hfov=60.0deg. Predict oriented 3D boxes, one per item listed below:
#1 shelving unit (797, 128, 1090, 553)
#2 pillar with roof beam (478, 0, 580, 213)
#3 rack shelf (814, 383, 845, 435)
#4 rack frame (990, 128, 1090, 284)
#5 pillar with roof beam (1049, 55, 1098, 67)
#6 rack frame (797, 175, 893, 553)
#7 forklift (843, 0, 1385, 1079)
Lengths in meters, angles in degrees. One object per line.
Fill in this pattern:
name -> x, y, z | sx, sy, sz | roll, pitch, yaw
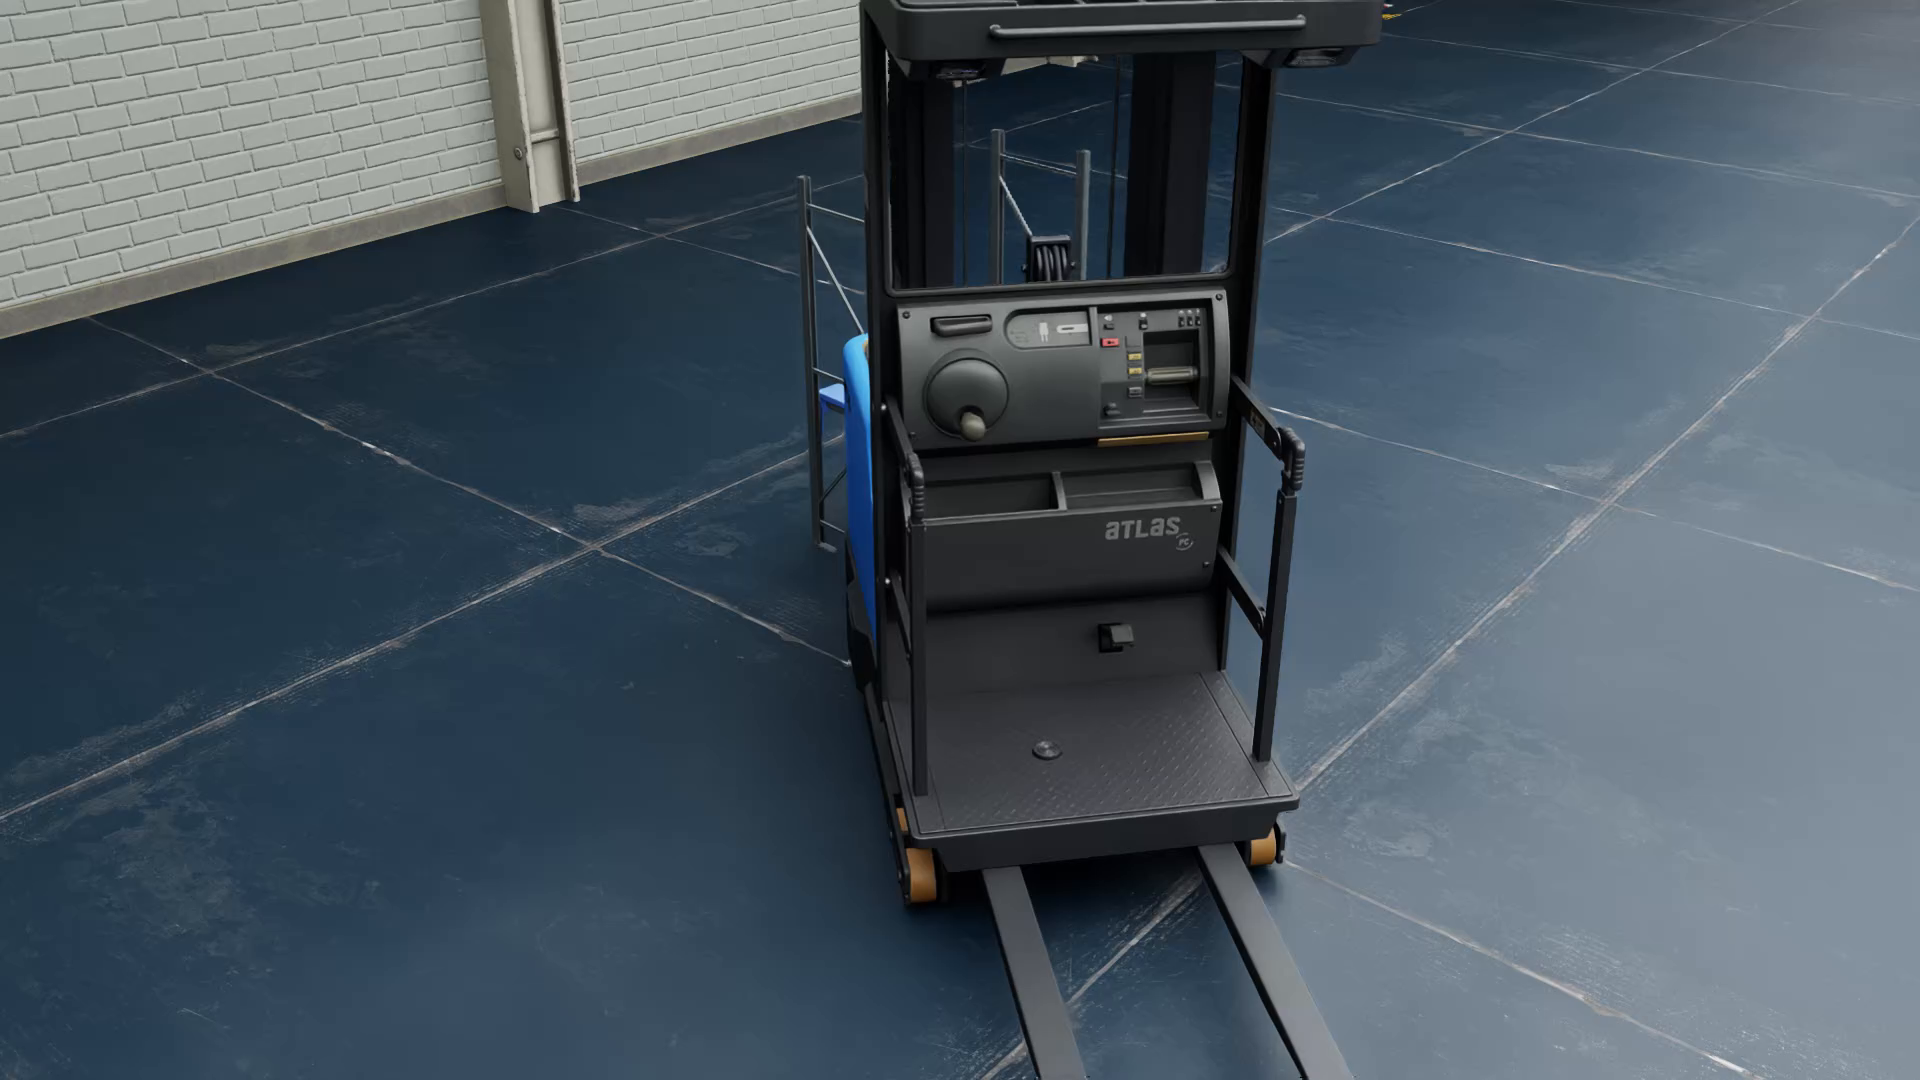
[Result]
shelving unit -> -0.046, -0.740, 6.548 | 1.048, 1.500, 0.538 | -25, 36, -39
pillar with roof beam -> 0.533, -4.994, 6.610 | 9.100, 9.000, 0.400 | 21, 34, 34
rack shelf -> -0.046, -0.580, 6.631 | 1.000, 0.185, 0.538 | -25, 36, -39
rack frame -> 0.313, -0.905, 6.867 | 0.032, 1.500, 0.500 | -25, 36, -39
pillar with roof beam -> 4.350, -7.121, 10.722 | 9.100, 9.000, 0.400 | 21, 34, 34
rack frame -> -0.406, -0.575, 6.229 | 0.032, 1.500, 0.500 | -25, 36, -39
forklift -> 0.331, -0.443, 4.417 | 1.130, 2.935, 3.031 | -4, 28, -9
